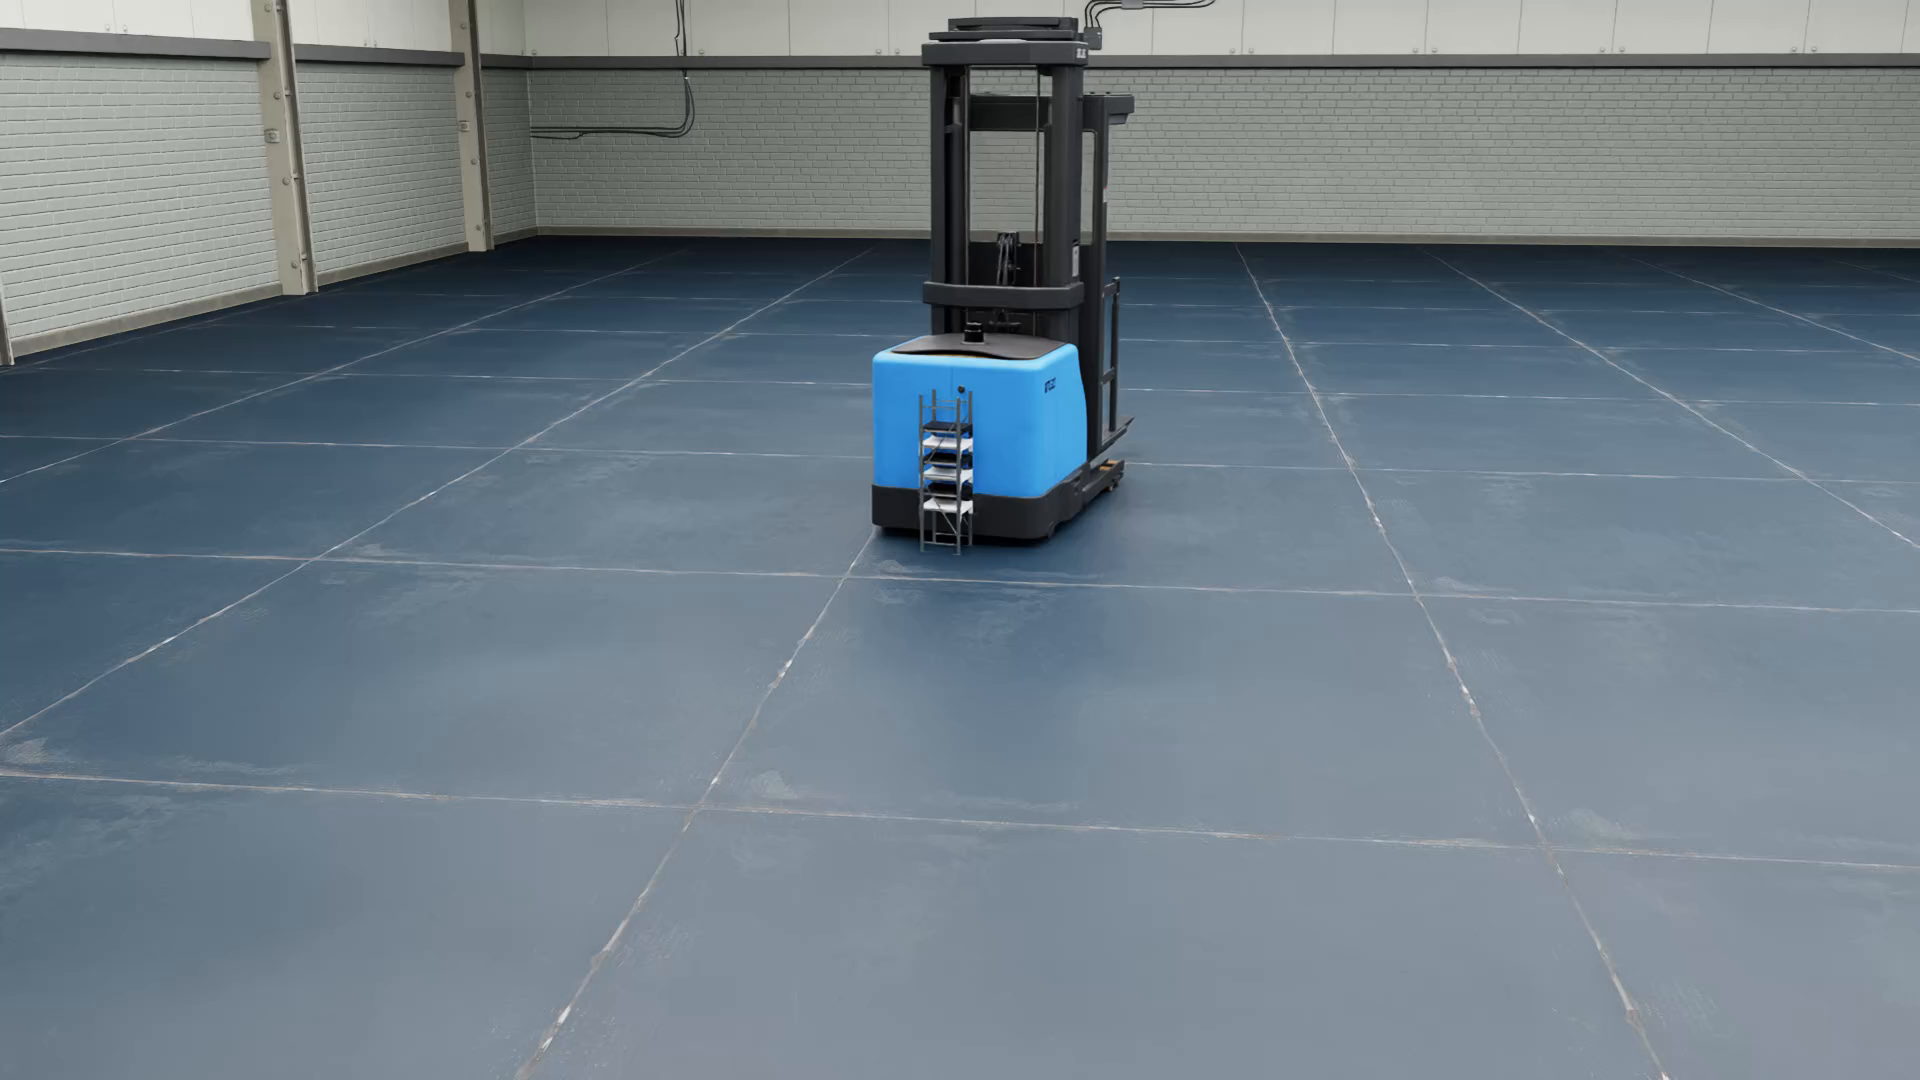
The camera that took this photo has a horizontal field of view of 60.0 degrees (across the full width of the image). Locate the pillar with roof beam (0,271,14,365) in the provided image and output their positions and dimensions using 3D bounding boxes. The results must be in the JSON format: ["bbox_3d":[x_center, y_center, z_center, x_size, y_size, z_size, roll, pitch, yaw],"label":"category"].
[{"bbox_3d":[-4.919,-5.849,14.055,9.100,9.000,0.400,2,15,6],"label":"pillar with roof beam"}]

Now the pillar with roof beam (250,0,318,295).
[{"bbox_3d":[-4.242,-7.406,19.810,9.100,9.000,0.400,2,15,6],"label":"pillar with roof beam"}]

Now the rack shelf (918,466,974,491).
[{"bbox_3d":[-0.078,-0.347,9.348,0.258,0.077,0.200,5,16,19],"label":"rack shelf"}]

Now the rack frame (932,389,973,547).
[{"bbox_3d":[-0.044,-0.404,9.432,0.240,0.900,0.006,5,16,19],"label":"rack frame"}]

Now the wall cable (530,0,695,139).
[{"bbox_3d":[-6.196,-8.315,29.121,3.097,2.526,0.112,2,15,6],"label":"wall cable"}]

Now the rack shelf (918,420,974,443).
[{"bbox_3d":[-0.078,-0.607,9.278,0.258,0.077,0.200,5,16,19],"label":"rack shelf"}]

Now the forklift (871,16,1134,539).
[{"bbox_3d":[0.450,-1.760,10.556,1.130,2.935,3.031,5,16,19],"label":"forklift"}]

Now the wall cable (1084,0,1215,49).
[{"bbox_3d":[3.235,-11.172,27.223,2.305,6.003,0.169,2,15,6],"label":"wall cable"}]

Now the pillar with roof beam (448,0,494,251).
[{"bbox_3d":[-3.565,-8.962,25.565,9.100,9.000,0.400,2,15,6],"label":"pillar with roof beam"}]

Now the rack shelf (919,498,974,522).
[{"bbox_3d":[-0.078,-0.173,9.395,0.258,0.077,0.200,5,16,19],"label":"rack shelf"}]

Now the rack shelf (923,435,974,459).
[{"bbox_3d":[-0.078,-0.521,9.301,0.258,0.077,0.200,5,16,19],"label":"rack shelf"}]

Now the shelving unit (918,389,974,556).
[{"bbox_3d":[-0.078,-0.379,9.340,0.258,0.900,0.210,5,16,19],"label":"shelving unit"}]

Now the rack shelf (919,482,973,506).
[{"bbox_3d":[-0.078,-0.260,9.372,0.258,0.077,0.200,5,16,19],"label":"rack shelf"}]

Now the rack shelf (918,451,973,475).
[{"bbox_3d":[-0.078,-0.434,9.325,0.258,0.077,0.200,5,16,19],"label":"rack shelf"}]

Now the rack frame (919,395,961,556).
[{"bbox_3d":[-0.111,-0.354,9.247,0.240,0.900,0.006,5,16,19],"label":"rack frame"}]
